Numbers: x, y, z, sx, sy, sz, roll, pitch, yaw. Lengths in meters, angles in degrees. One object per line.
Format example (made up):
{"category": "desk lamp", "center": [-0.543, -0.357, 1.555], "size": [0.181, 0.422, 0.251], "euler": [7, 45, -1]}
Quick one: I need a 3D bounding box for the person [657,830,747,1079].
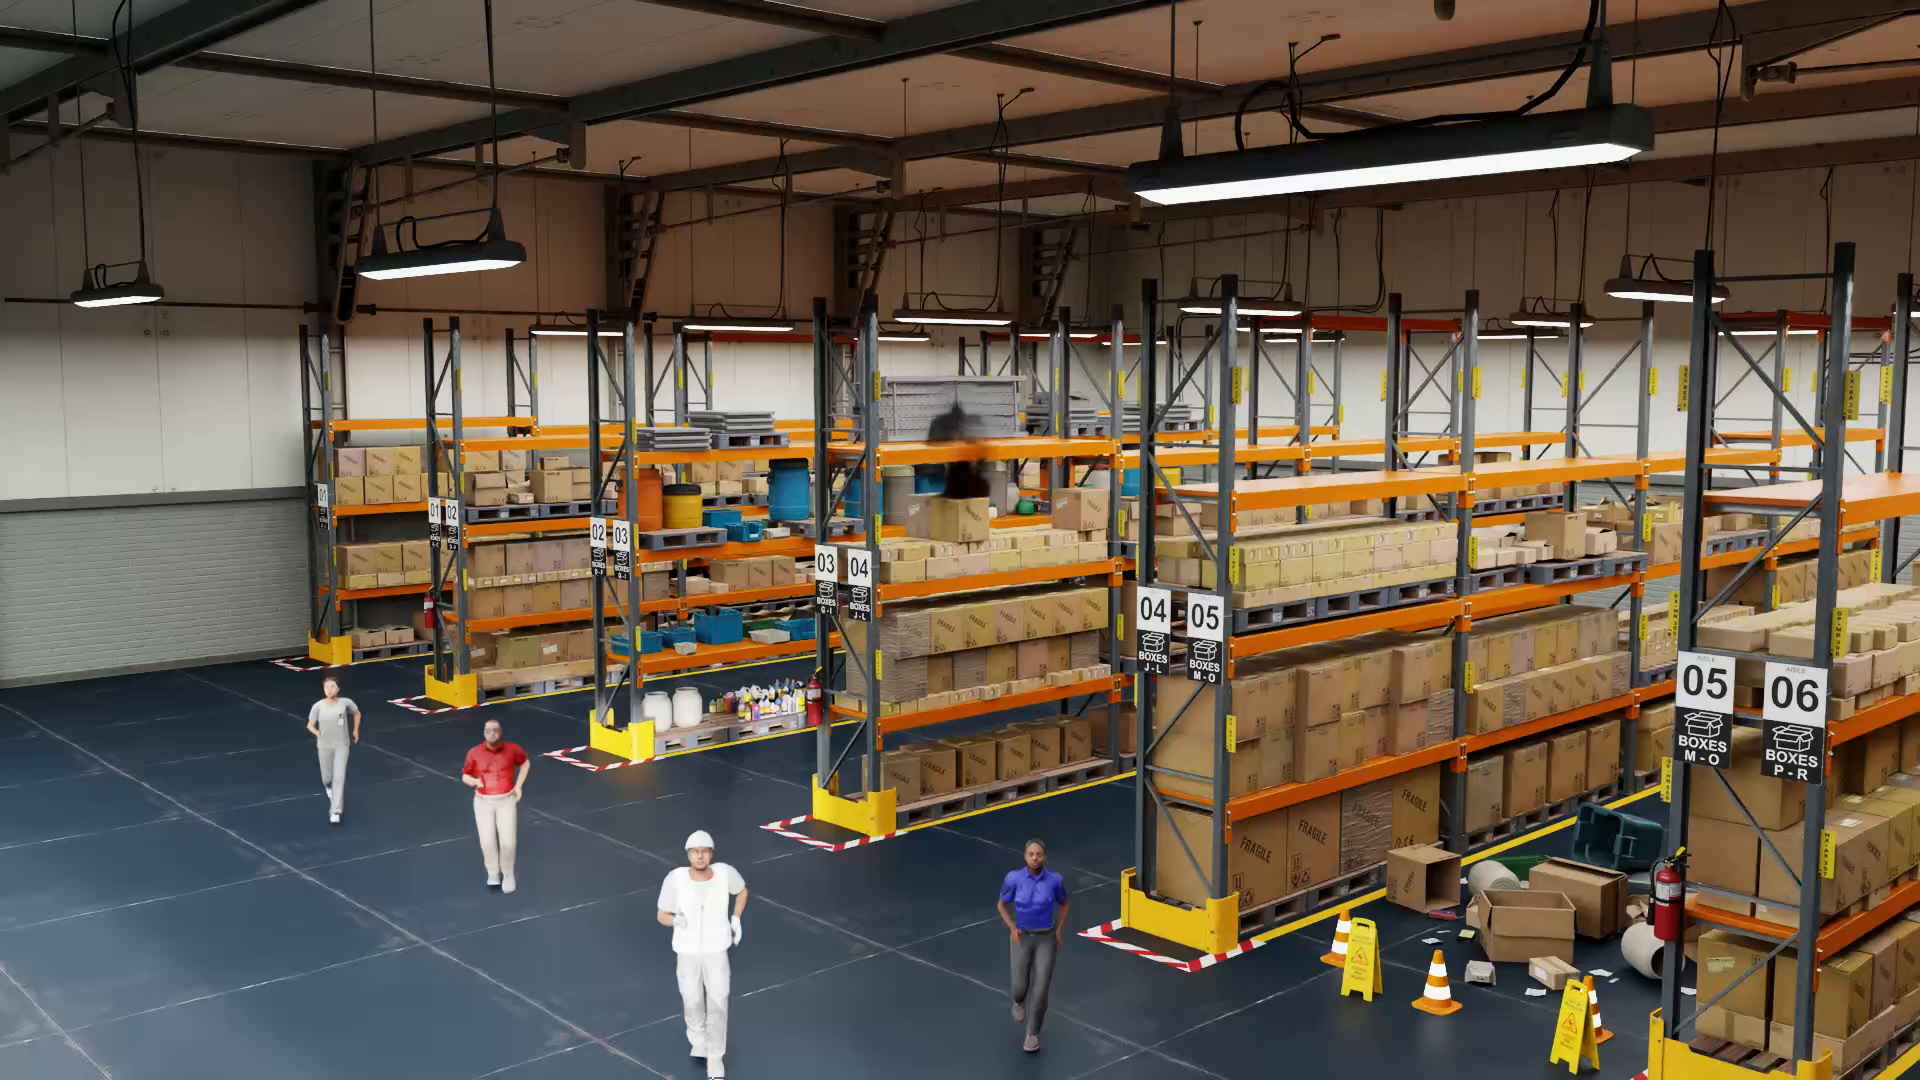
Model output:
{"category": "person", "center": [-1.892, 3.051, 12.232], "size": [0.654, 1.833, 0.712], "euler": [-1, 6, -6]}

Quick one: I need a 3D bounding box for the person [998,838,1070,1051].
{"category": "person", "center": [0.572, 3.081, 12.798], "size": [0.562, 1.598, 0.578], "euler": [0, 6, -1]}

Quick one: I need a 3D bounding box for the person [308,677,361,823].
{"category": "person", "center": [-7.250, 2.400, 19.288], "size": [0.584, 1.634, 0.981], "euler": [-2, 6, -18]}

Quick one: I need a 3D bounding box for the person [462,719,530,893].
{"category": "person", "center": [-4.604, 2.666, 16.505], "size": [0.643, 1.748, 0.676], "euler": [-1, 6, -12]}
